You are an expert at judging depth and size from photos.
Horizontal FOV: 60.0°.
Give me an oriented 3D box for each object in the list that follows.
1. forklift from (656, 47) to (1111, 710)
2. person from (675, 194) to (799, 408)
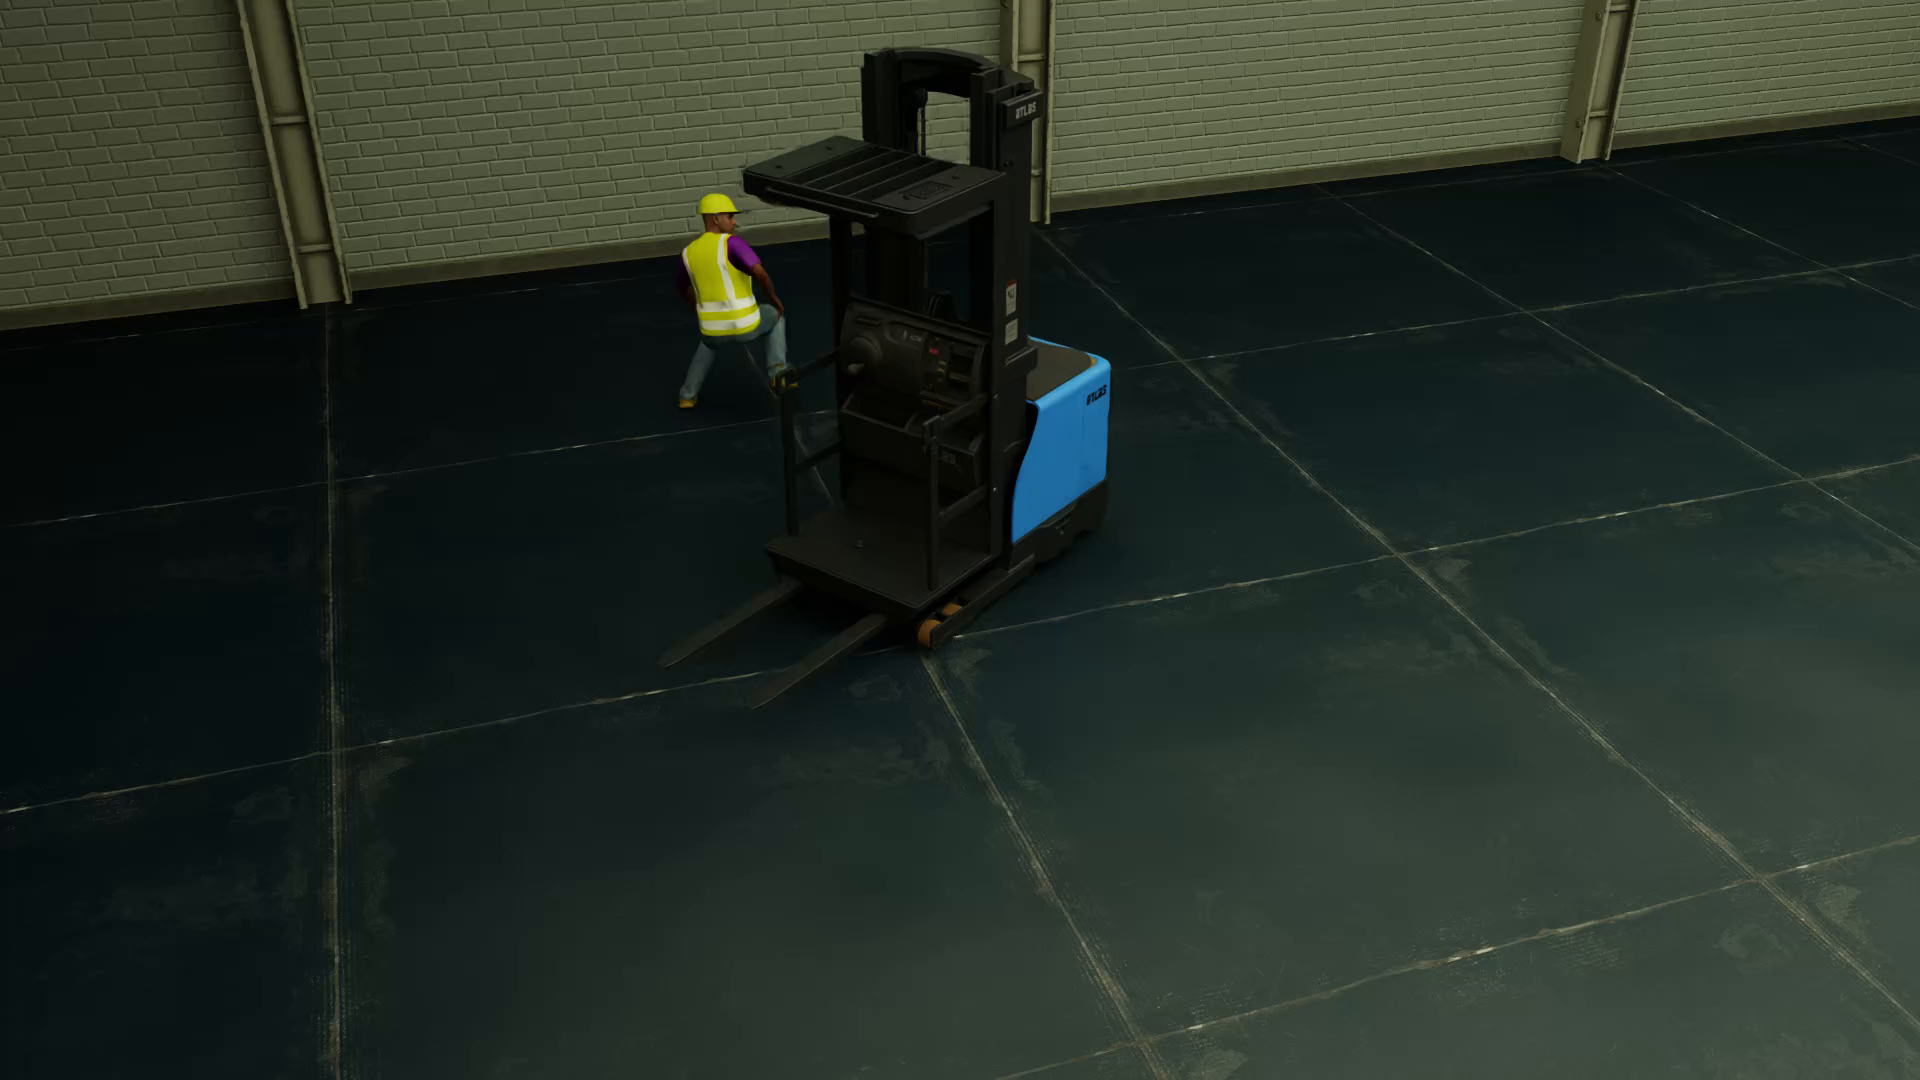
[{"bbox_3d":[-0.384,-0.953,8.744,1.130,2.935,3.031,20,36,31],"label":"forklift"},{"bbox_3d":[-1.567,-1.589,11.335,0.836,1.527,0.682,8,31,14],"label":"person"}]
